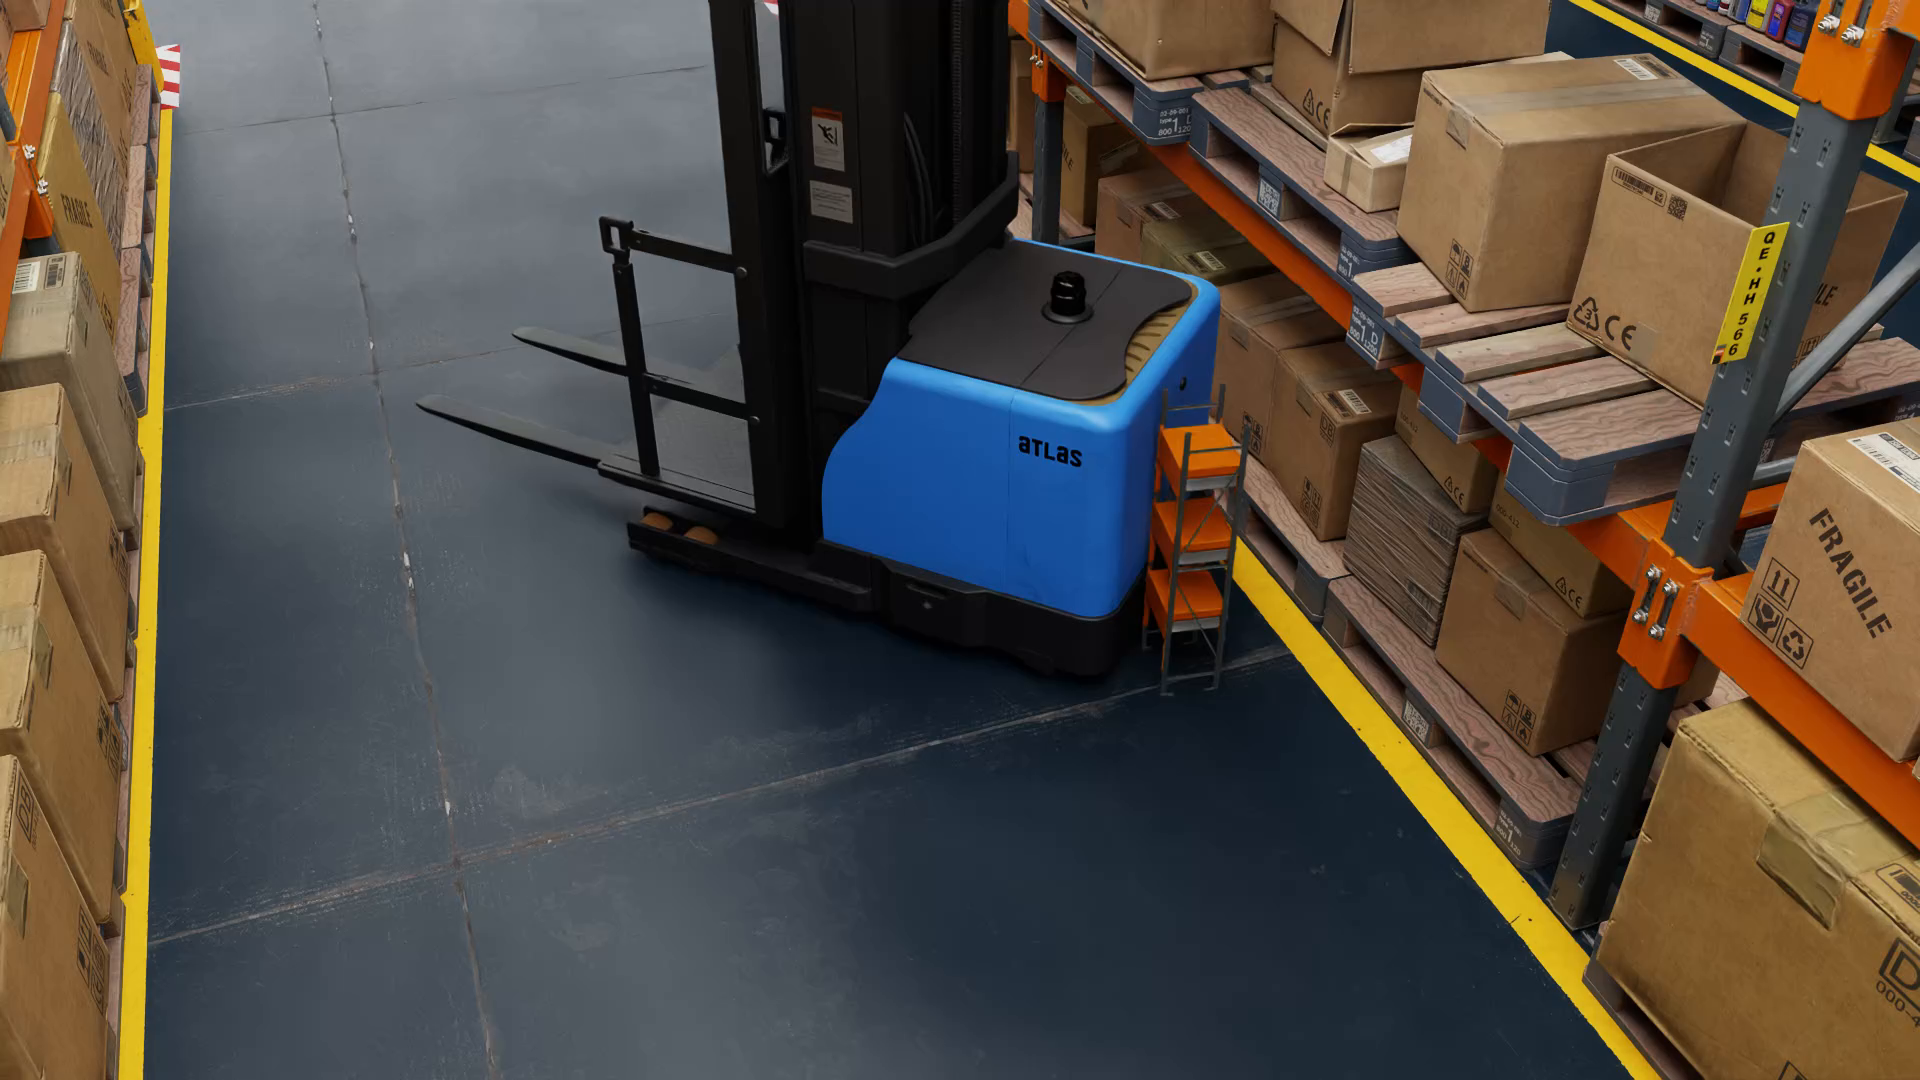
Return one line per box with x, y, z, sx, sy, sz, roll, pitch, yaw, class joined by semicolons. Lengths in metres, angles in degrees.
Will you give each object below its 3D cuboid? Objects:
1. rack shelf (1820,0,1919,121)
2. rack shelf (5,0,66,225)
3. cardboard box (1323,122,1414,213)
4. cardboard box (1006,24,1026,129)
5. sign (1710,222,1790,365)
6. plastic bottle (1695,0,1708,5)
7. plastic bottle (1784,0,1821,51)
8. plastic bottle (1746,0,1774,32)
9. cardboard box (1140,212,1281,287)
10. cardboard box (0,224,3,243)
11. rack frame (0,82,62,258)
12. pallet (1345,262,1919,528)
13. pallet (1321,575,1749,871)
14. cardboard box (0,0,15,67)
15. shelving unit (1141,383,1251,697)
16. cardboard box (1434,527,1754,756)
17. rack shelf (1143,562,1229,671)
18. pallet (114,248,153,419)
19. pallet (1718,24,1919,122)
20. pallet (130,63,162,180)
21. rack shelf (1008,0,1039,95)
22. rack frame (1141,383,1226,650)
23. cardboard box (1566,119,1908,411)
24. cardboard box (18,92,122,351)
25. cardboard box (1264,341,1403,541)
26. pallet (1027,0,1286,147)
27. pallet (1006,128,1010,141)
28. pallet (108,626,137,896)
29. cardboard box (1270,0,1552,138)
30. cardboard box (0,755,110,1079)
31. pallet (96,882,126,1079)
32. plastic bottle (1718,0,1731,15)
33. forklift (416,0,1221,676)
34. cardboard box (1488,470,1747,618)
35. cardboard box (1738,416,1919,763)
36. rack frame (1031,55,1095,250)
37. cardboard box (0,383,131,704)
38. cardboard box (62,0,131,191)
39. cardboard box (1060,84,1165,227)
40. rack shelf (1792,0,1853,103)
2.884;0.009;1.850;1.077;0.370;4.000;-12;39;-16;rack shelf
-4.560;-2.343;7.465;1.077;0.370;4.000;-12;39;-16;rack shelf
1.369;-1.211;5.127;0.396;0.266;0.258;-14;39;-17;cardboard box
0.228;-2.530;8.844;0.500;0.500;0.500;-16;40;-20;cardboard box
1.690;-0.524;3.556;0.100;0.325;0.005;-12;39;-16;sign
4.611;-3.418;10.255;0.097;0.201;0.097;0;37;0;plastic bottle
4.912;-3.026;9.610;0.144;0.351;0.185;-14;39;-18;plastic bottle
4.801;-3.208;9.852;0.144;0.351;0.185;-13;39;-16;plastic bottle
1.157;-1.023;6.827;0.700;0.500;0.500;-13;39;-16;cardboard box
-3.268;-1.015;5.022;0.500;0.500;0.500;-13;39;-16;cardboard box
-3.872;-1.500;5.749;1.000;3.000;0.127;-12;39;-16;rack frame
1.851;-0.514;4.599;1.213;0.211;1.003;-12;39;-16;pallet
1.929;0.462;5.462;1.003;0.211;1.213;-12;39;-16;pallet
-4.221;-2.072;6.383;0.875;0.550;0.550;-12;39;-16;cardboard box
0.746;0.019;5.353;0.215;1.050;0.252;-6;37;-8;shelving unit
1.947;0.238;5.153;0.700;0.500;0.500;-14;39;-18;cardboard box
0.746;0.249;5.526;0.215;0.259;0.240;-6;37;-8;rack shelf
-4.060;-0.832;7.179;1.003;0.211;1.213;-12;39;-16;pallet
5.278;-2.770;9.752;1.003;0.211;1.213;-12;39;-16;pallet
-4.900;-2.211;9.009;1.003;0.211;1.213;-12;39;-16;pallet
0.131;-3.313;8.753;1.077;0.370;4.000;-12;39;-16;rack shelf
0.724;-0.054;5.448;0.200;1.050;0.008;-6;37;-8;rack frame
1.973;-0.715;4.274;0.500;0.500;0.500;-17;40;-21;cardboard box
-4.023;-1.189;6.752;0.875;0.875;0.875;-12;39;-15;cardboard box
1.542;-0.392;5.989;0.700;0.500;0.500;-9;38;-12;cardboard box
0.946;-1.932;6.481;1.003;0.211;1.213;-12;39;-16;pallet
0.132;-2.419;9.286;1.003;0.211;1.213;-12;39;-16;pallet
-3.112;0.724;5.113;1.003;0.211;1.213;-12;39;-16;pallet
1.503;-1.719;5.604;0.797;0.503;0.637;-9;38;-11;cardboard box
-2.621;1.128;3.781;1.050;0.750;0.750;-13;39;-17;cardboard box
-2.696;1.412;4.200;1.003;0.211;1.213;-12;39;-16;pallet
4.682;-3.302;10.101;0.097;0.201;0.097;0;37;0;plastic bottle
-0.656;-1.320;5.567;3.031;2.935;1.130;16;40;20;forklift
1.937;-0.060;4.925;0.500;0.250;0.500;-11;38;-14;cardboard box
2.108;0.080;3.567;0.500;0.500;0.500;-11;38;-15;cardboard box
0.820;-2.470;7.036;1.000;3.000;0.127;-12;39;-16;rack frame
-3.246;0.108;5.134;1.050;0.750;0.750;-12;39;-16;cardboard box
-4.649;-2.213;8.112;0.875;0.875;0.875;-13;39;-17;cardboard box
0.720;-1.874;7.973;0.500;0.500;0.500;-14;39;-17;cardboard box
1.508;-2.251;4.850;1.077;0.370;4.000;-12;39;-16;rack shelf
